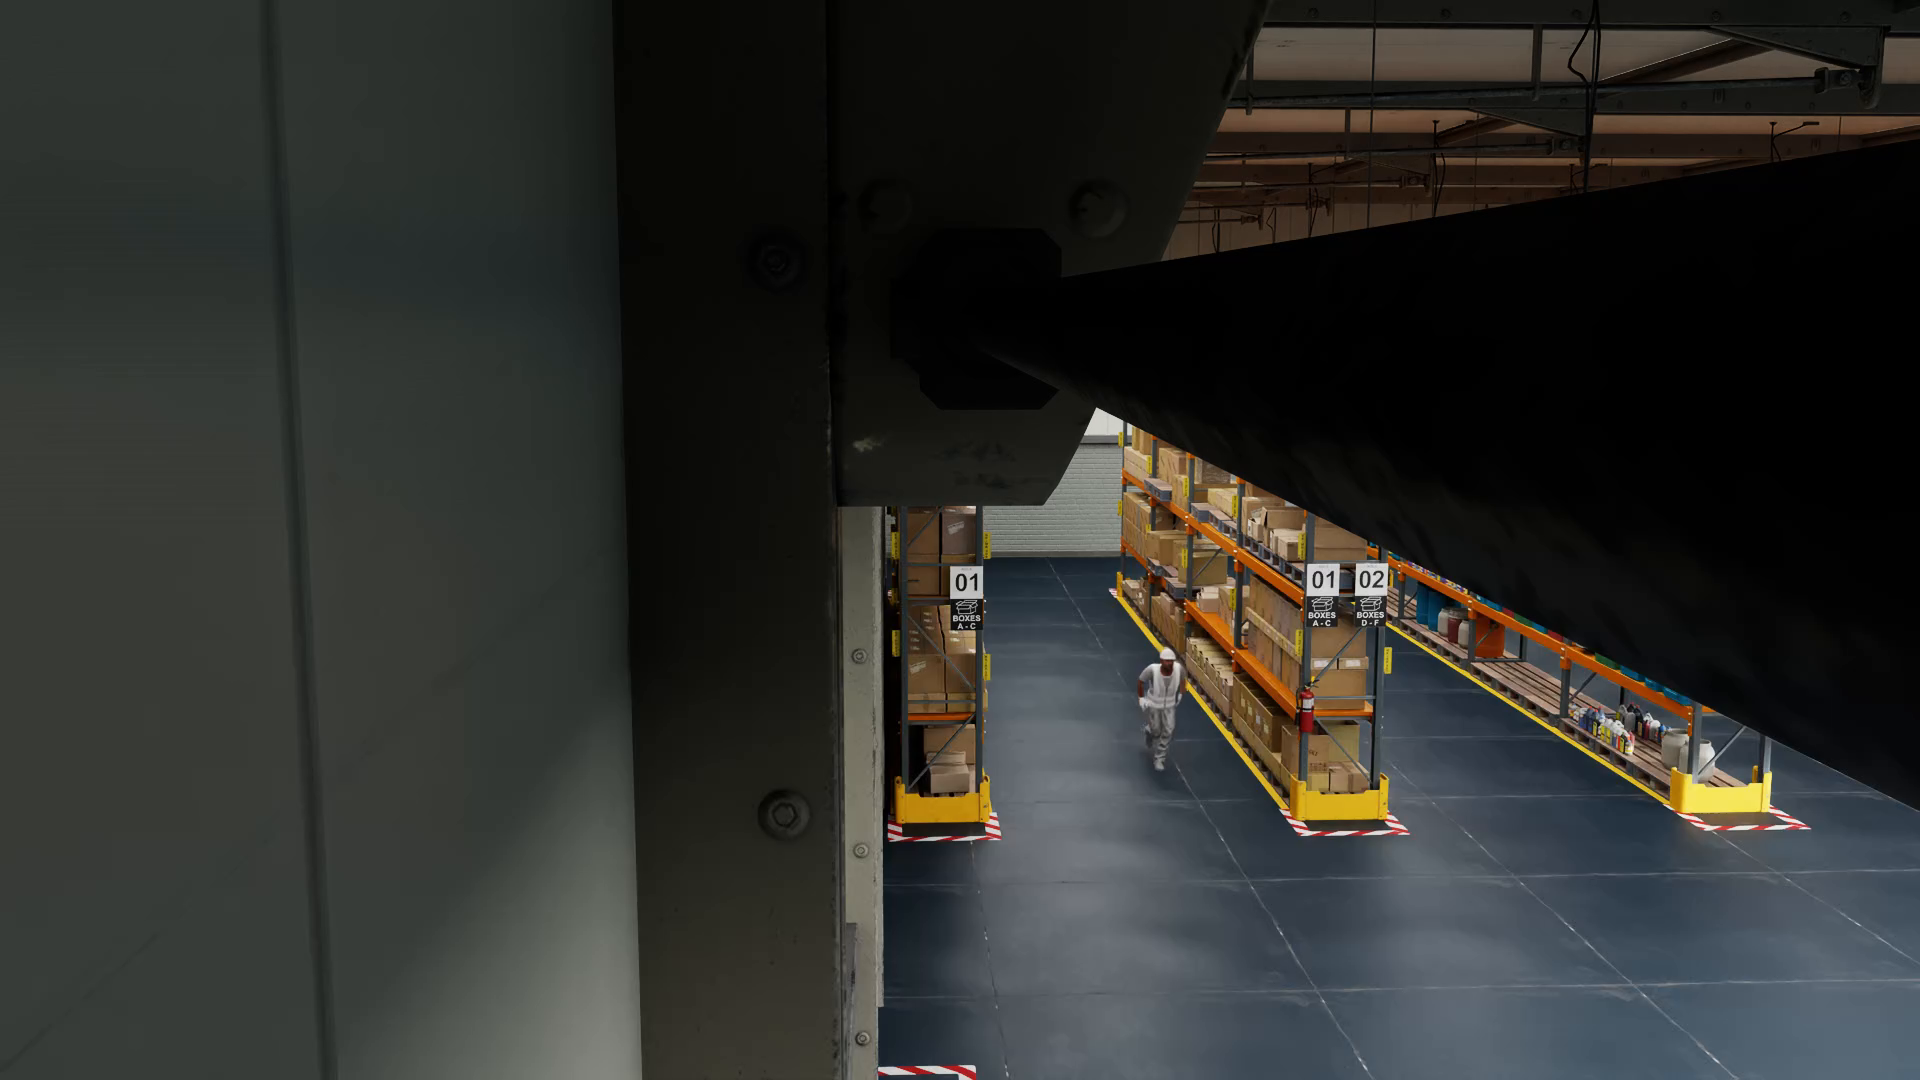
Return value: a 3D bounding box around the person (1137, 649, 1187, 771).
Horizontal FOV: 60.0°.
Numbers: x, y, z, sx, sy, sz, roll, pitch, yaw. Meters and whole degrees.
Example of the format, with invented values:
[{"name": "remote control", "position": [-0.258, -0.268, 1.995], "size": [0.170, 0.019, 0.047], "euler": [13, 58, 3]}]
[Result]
[{"name": "person", "position": [2.773, 2.292, 22.966], "size": [0.681, 1.713, 0.855], "euler": [-2, 8, -15]}]
